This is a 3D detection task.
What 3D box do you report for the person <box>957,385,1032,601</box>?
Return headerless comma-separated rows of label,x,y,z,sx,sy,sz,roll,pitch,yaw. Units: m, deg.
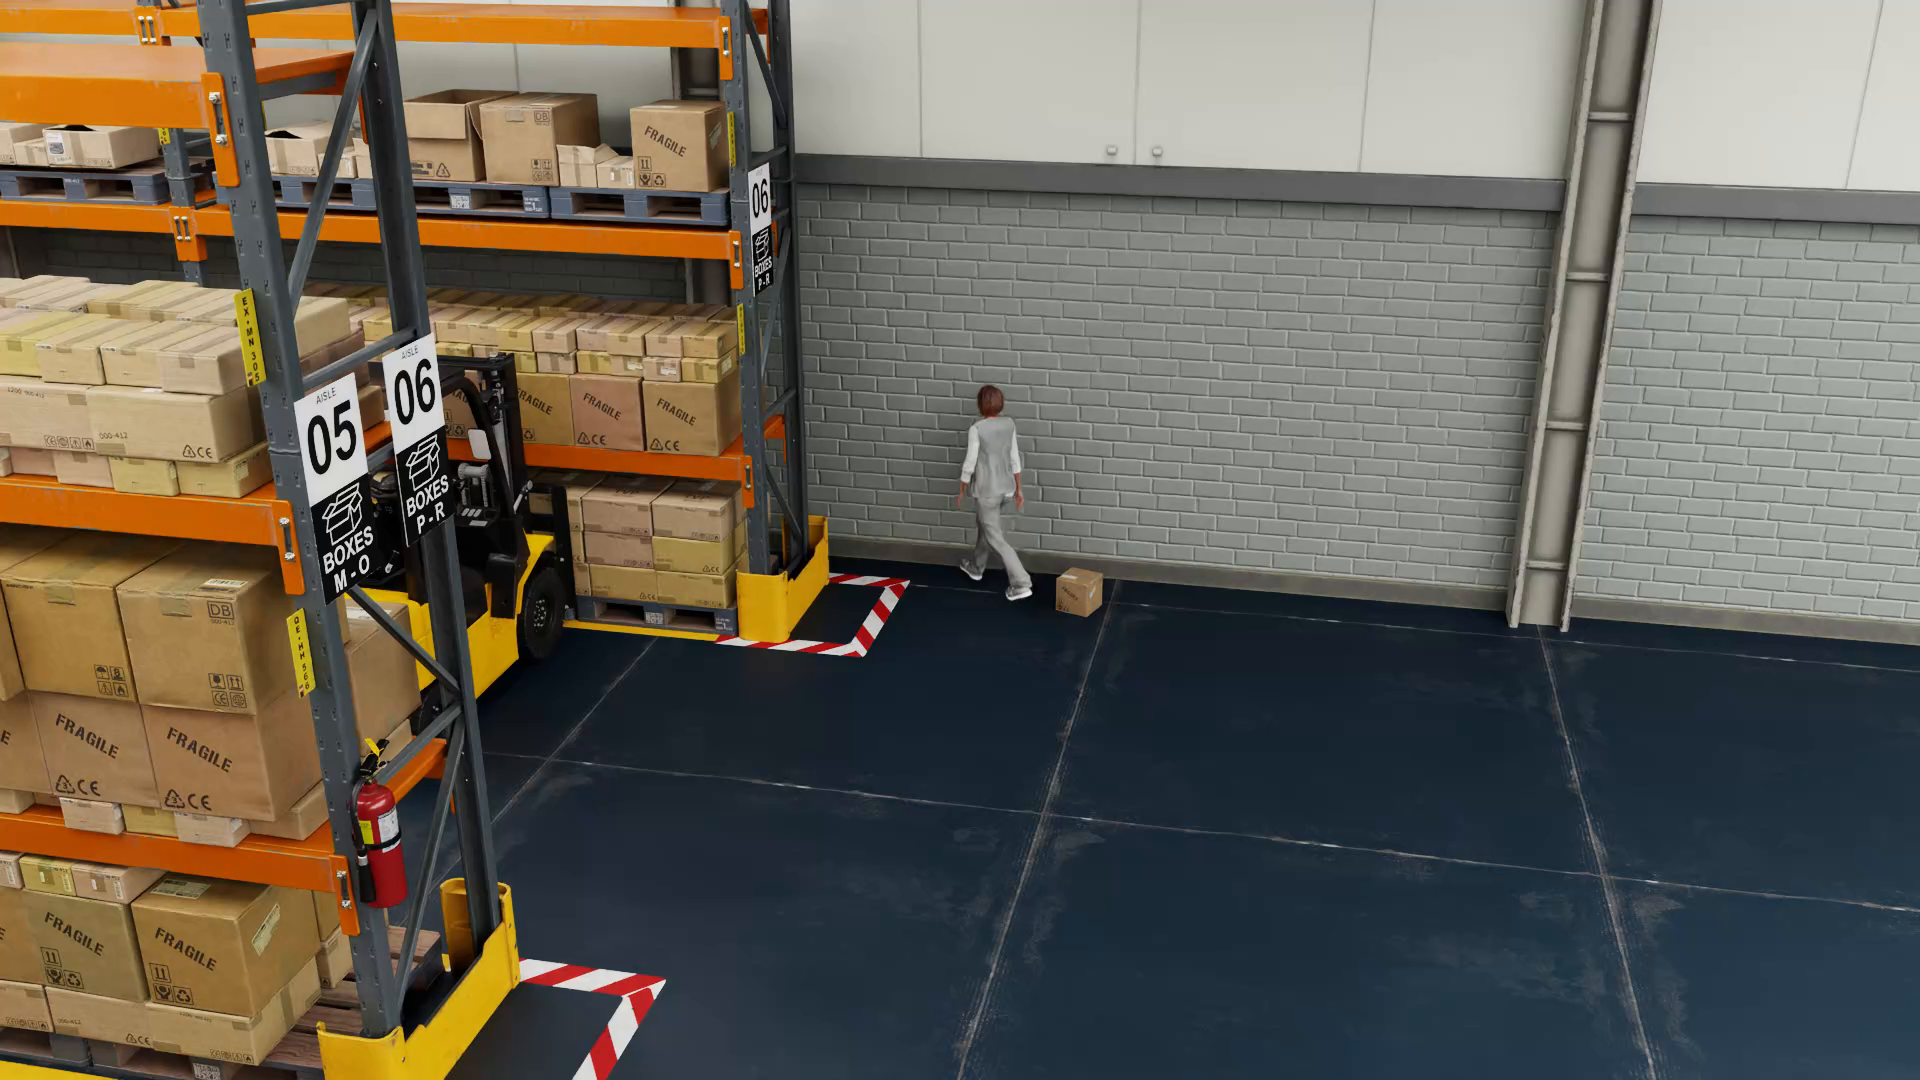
person,0.235,-0.346,11.962,0.436,1.548,0.951,-16,27,-34
